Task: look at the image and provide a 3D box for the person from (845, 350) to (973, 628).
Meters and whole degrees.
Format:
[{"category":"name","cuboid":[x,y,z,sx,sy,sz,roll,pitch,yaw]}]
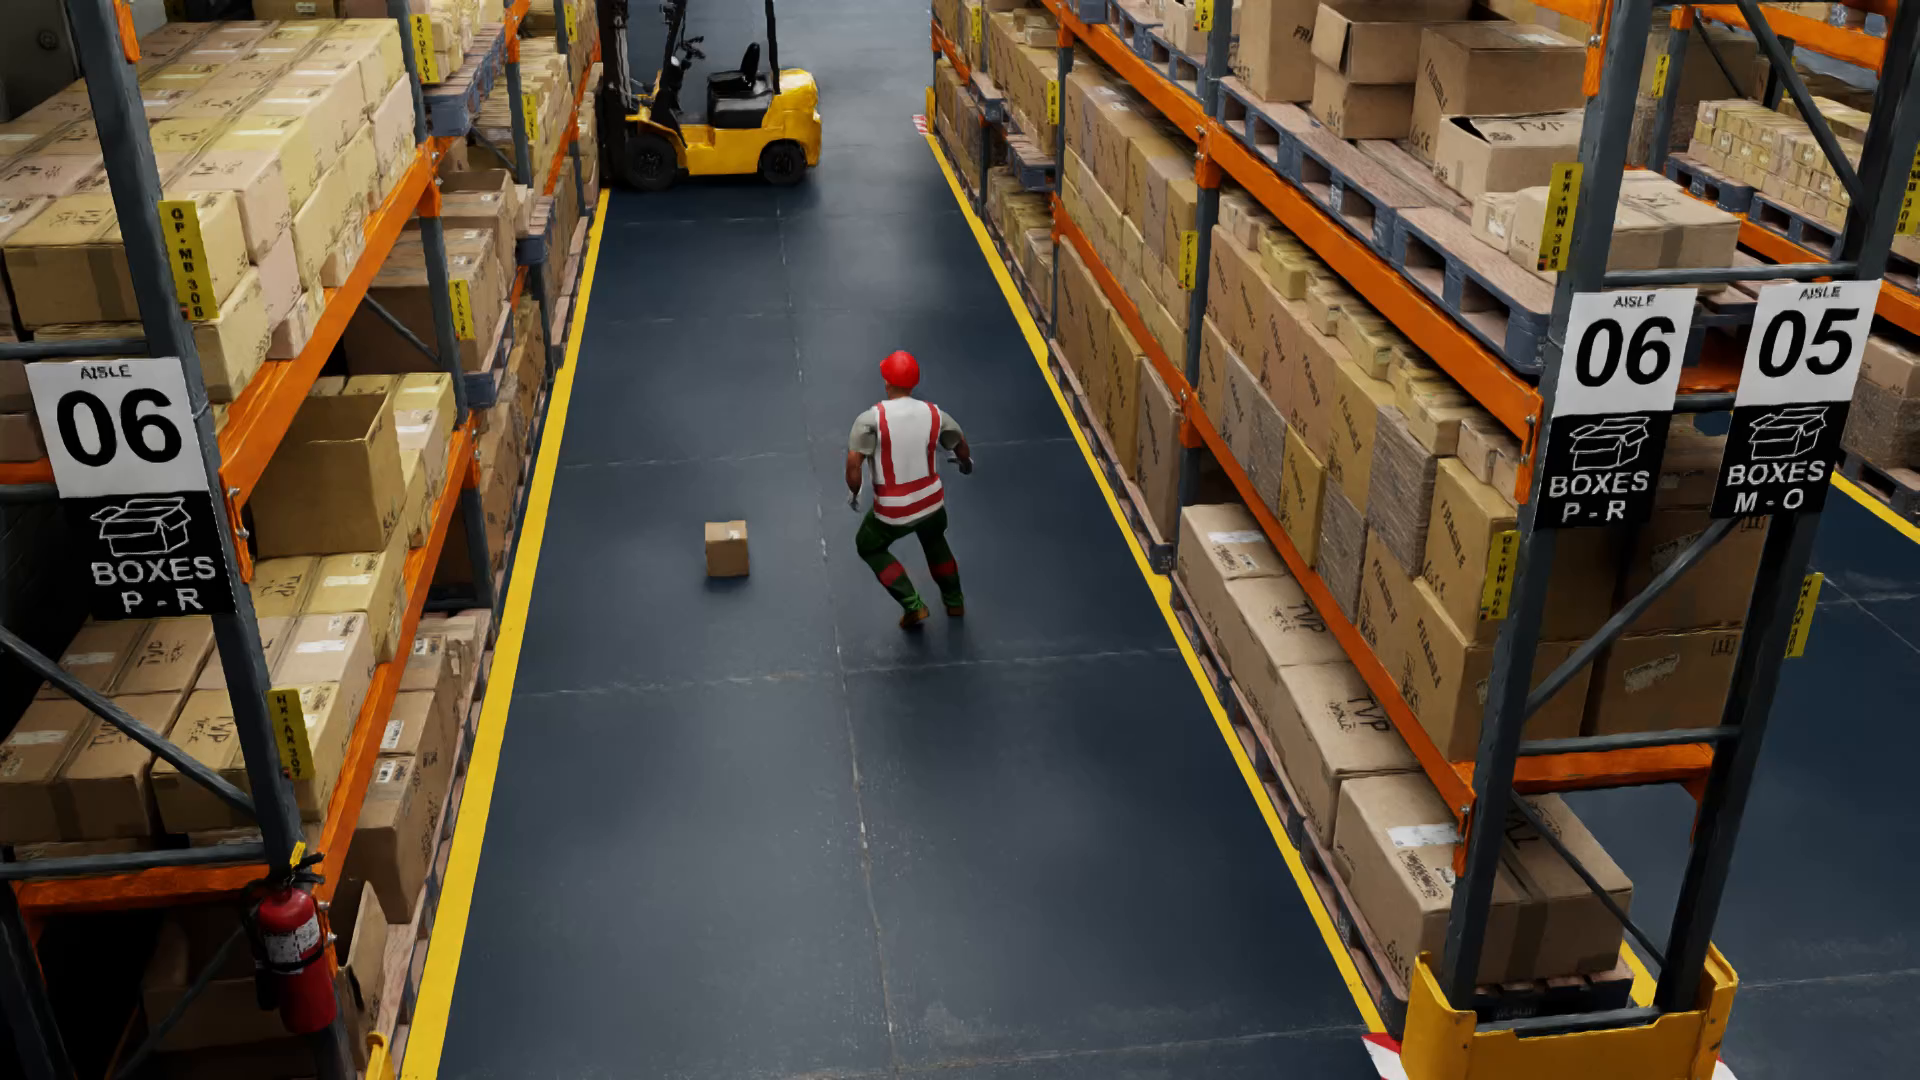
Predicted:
[{"category":"person","cuboid":[-0.246,-0.257,9.231,0.923,1.679,0.496,-16,31,-28]}]
